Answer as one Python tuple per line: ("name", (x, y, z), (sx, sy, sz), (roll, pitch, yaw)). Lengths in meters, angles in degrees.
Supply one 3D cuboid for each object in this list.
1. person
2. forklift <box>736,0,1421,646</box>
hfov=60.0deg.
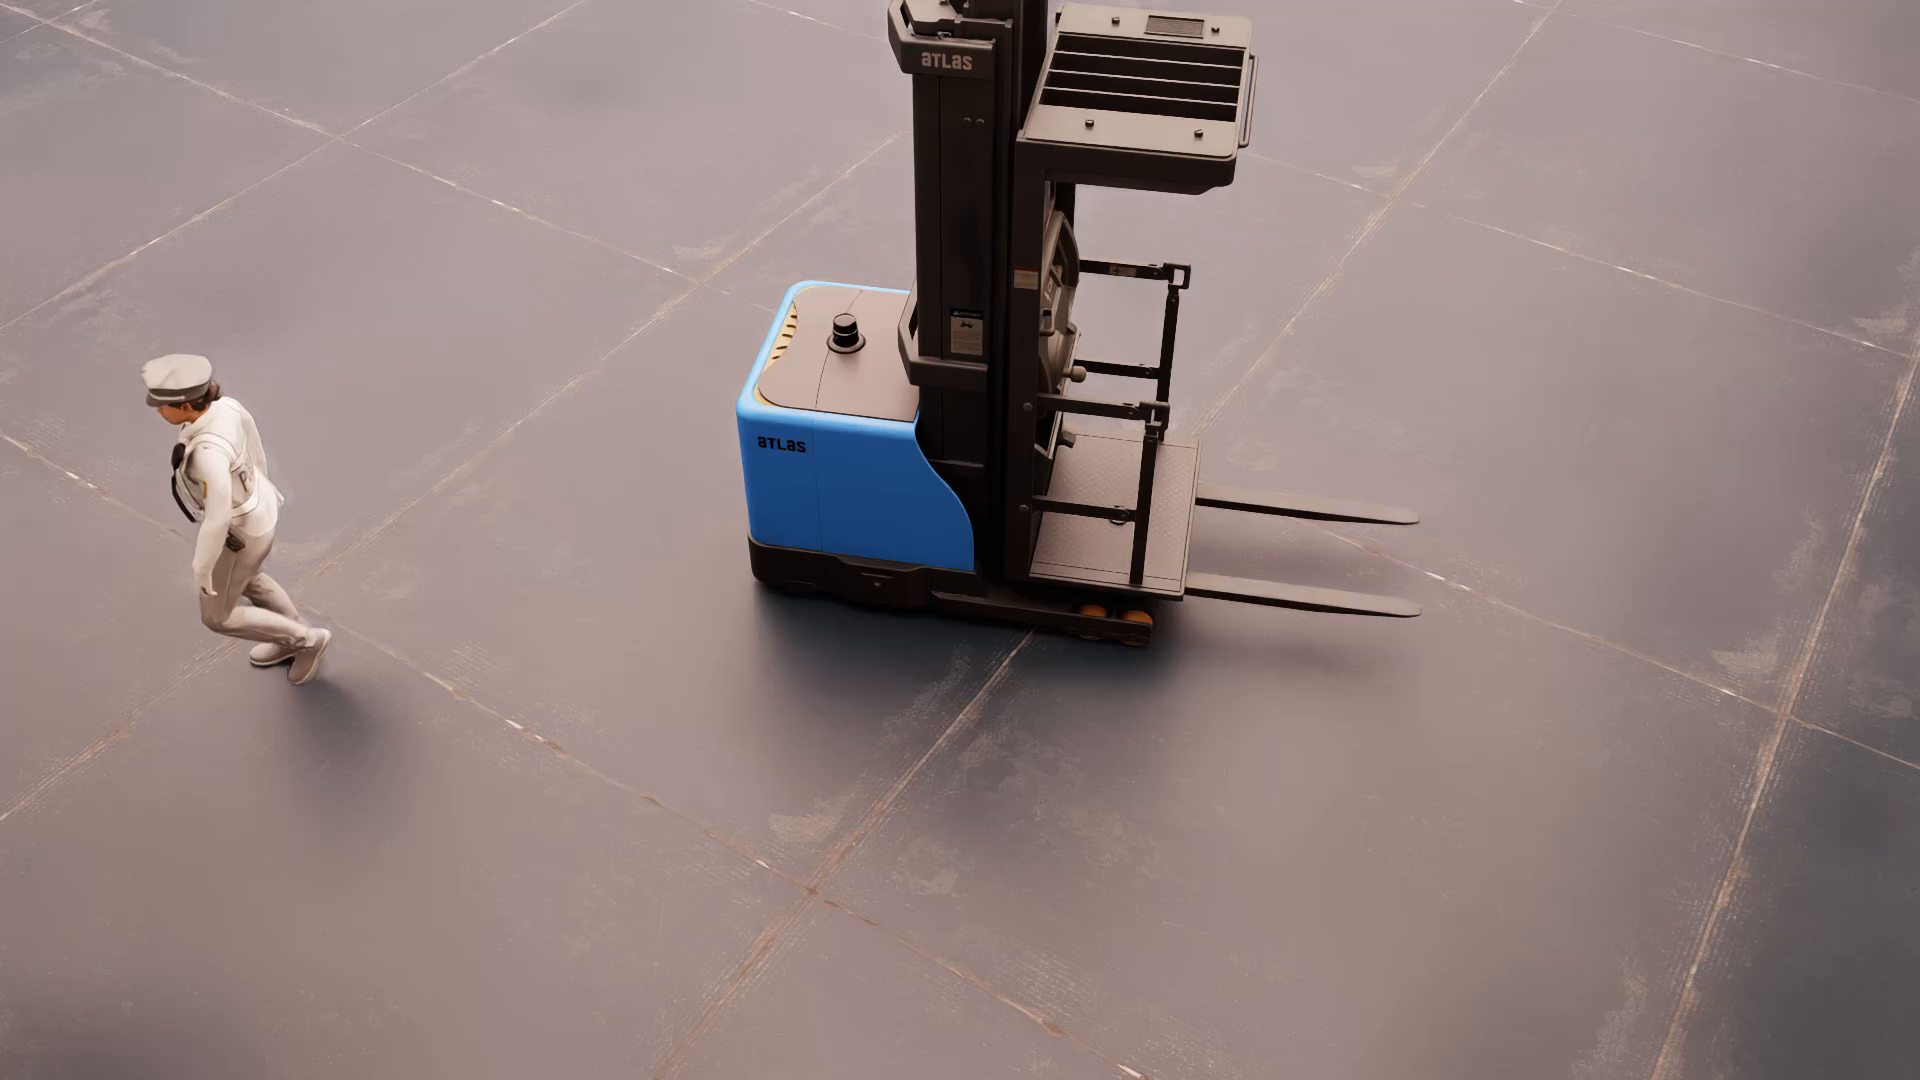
("person", (-2.977, -0.050, 6.837), (0.449, 1.650, 0.654), (-12, 45, -12))
("forklift", (0.598, -0.987, 6.890), (3.031, 2.935, 1.130), (7, 44, 8))
